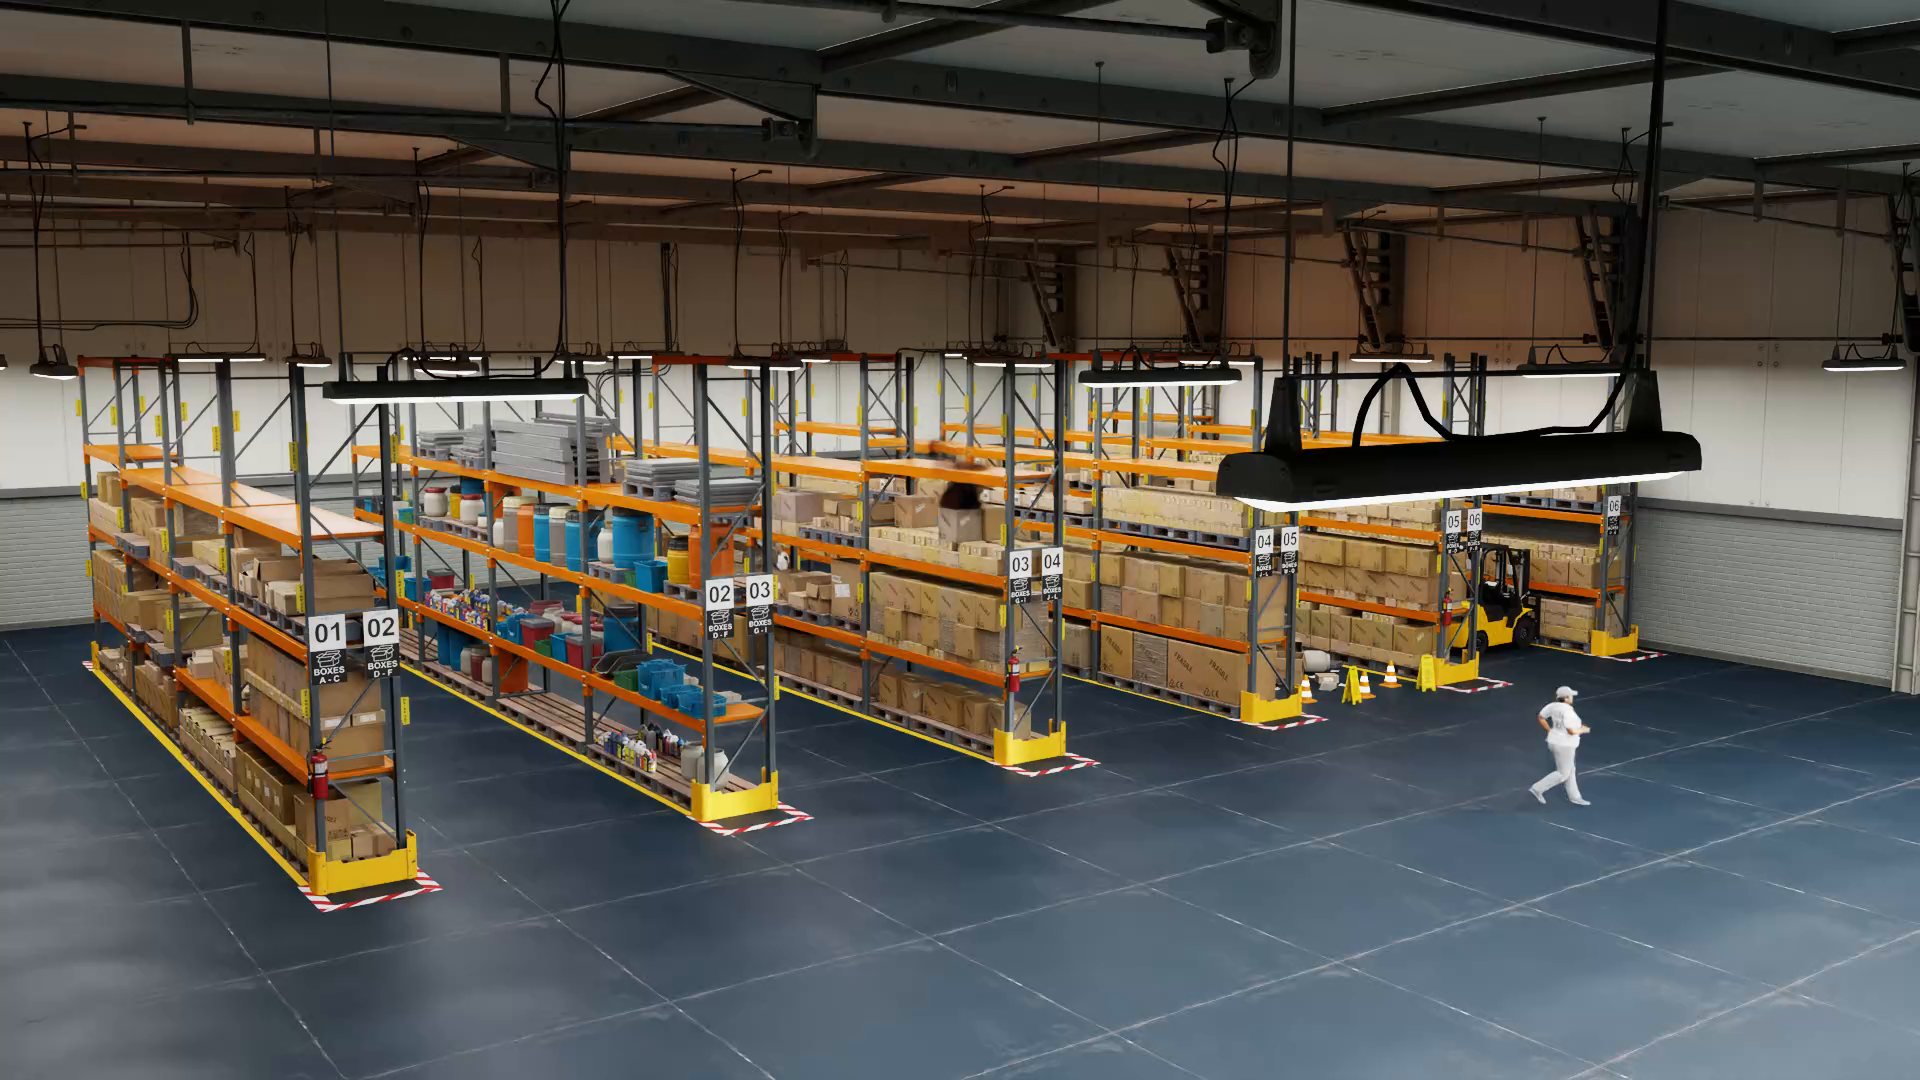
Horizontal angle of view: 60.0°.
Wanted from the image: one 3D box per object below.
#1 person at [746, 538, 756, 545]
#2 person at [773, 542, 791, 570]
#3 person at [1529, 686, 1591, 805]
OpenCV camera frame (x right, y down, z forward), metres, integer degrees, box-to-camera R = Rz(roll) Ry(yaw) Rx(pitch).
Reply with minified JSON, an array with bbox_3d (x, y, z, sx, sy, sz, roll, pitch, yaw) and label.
[{"bbox_3d":[-5.318,0.575,41.436,0.549,1.510,0.644,-4,8,-32],"label":"person"},{"bbox_3d":[-4.148,0.864,37.920,0.694,1.753,0.853,-4,8,-32],"label":"person"},{"bbox_3d":[8.120,2.788,22.374,0.879,1.666,0.606,-1,7,-6],"label":"person"}]
